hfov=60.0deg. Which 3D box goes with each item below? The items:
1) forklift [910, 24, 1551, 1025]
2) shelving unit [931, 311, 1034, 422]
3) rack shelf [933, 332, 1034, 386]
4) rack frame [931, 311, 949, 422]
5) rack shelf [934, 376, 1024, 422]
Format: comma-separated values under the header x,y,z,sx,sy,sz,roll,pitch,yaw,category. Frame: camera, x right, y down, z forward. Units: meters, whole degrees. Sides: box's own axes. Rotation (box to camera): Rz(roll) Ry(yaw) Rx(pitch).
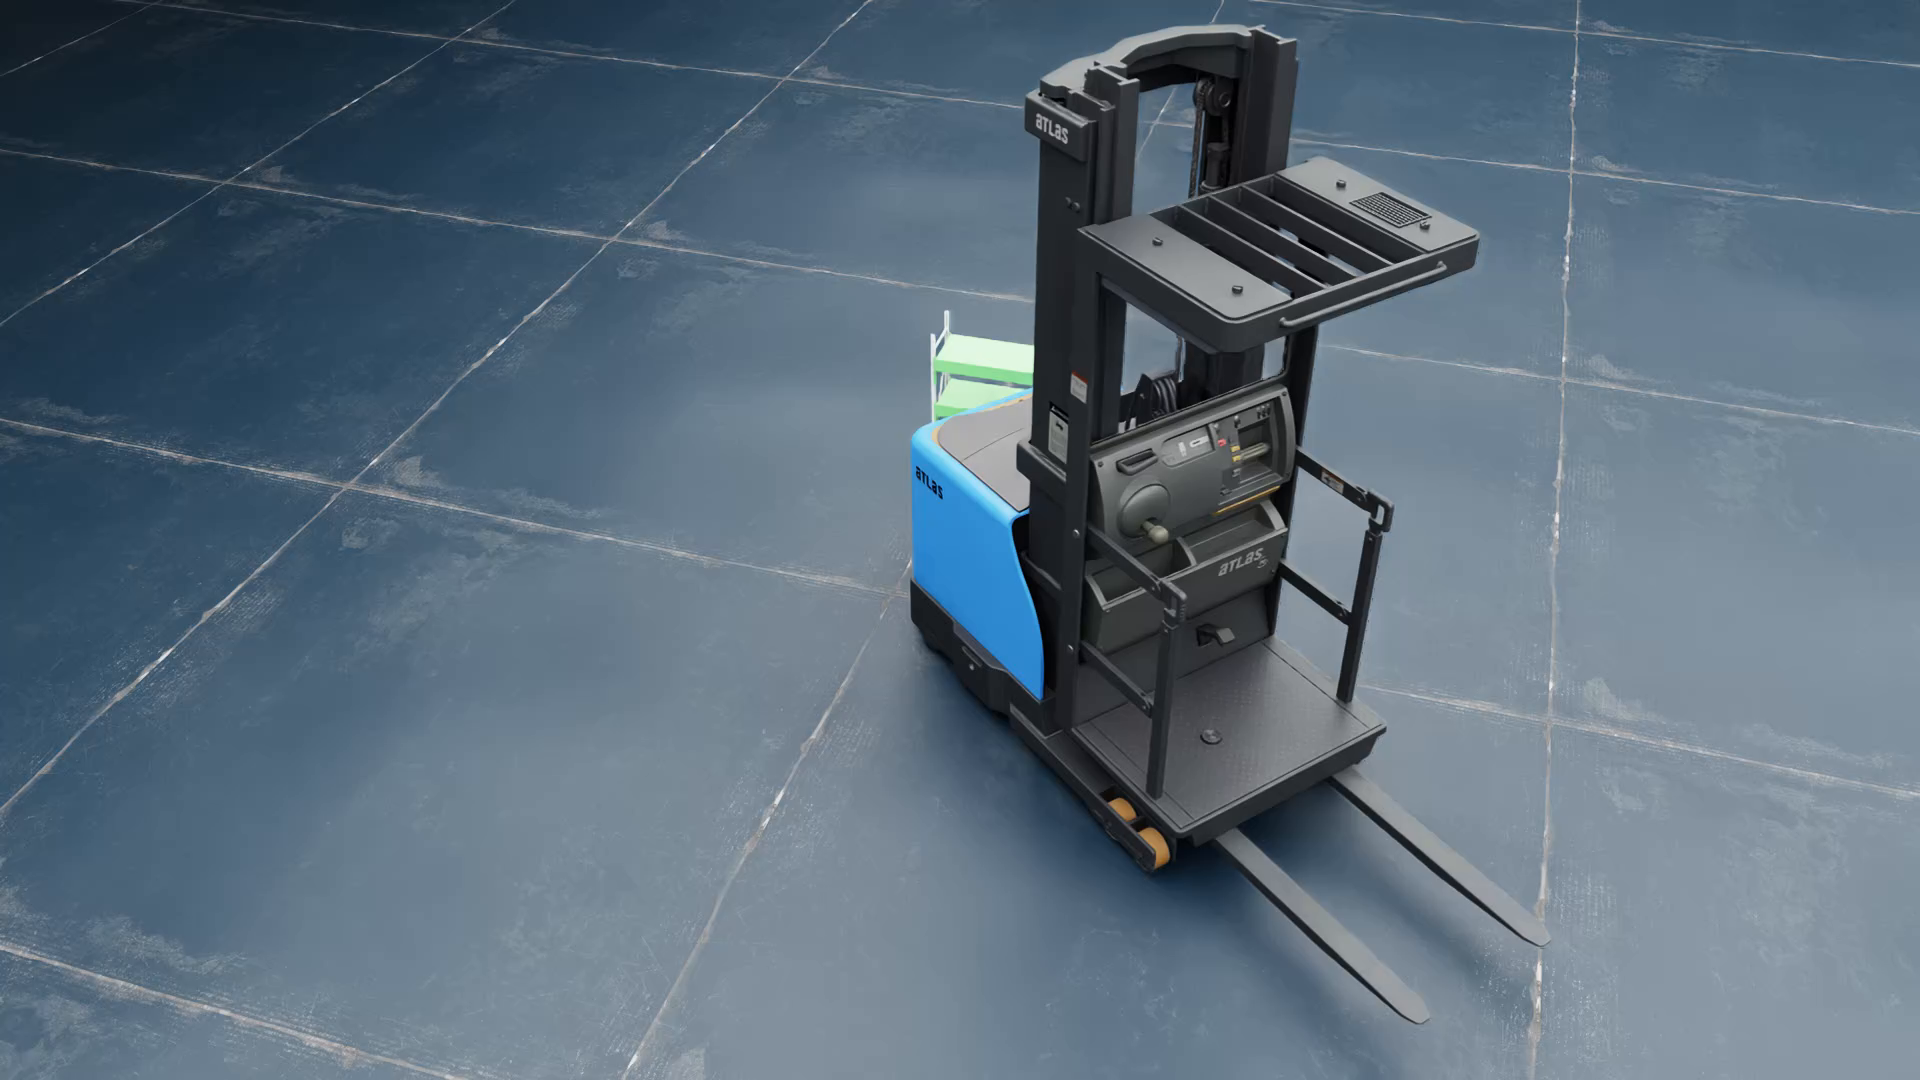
x,y,z,sx,sy,sz,roll,pitch,yaw,category
1.003,-0.214,6.068,1.130,2.935,3.031,-21,41,-26,forklift
0.143,-0.464,7.869,0.503,1.200,0.258,10,37,13,shelving unit
0.143,-0.799,7.622,0.480,0.148,0.258,10,37,13,rack shelf
-0.091,-0.505,7.924,0.015,1.200,0.240,10,37,13,rack frame
0.143,-0.606,7.764,0.480,0.148,0.258,10,37,13,rack shelf
